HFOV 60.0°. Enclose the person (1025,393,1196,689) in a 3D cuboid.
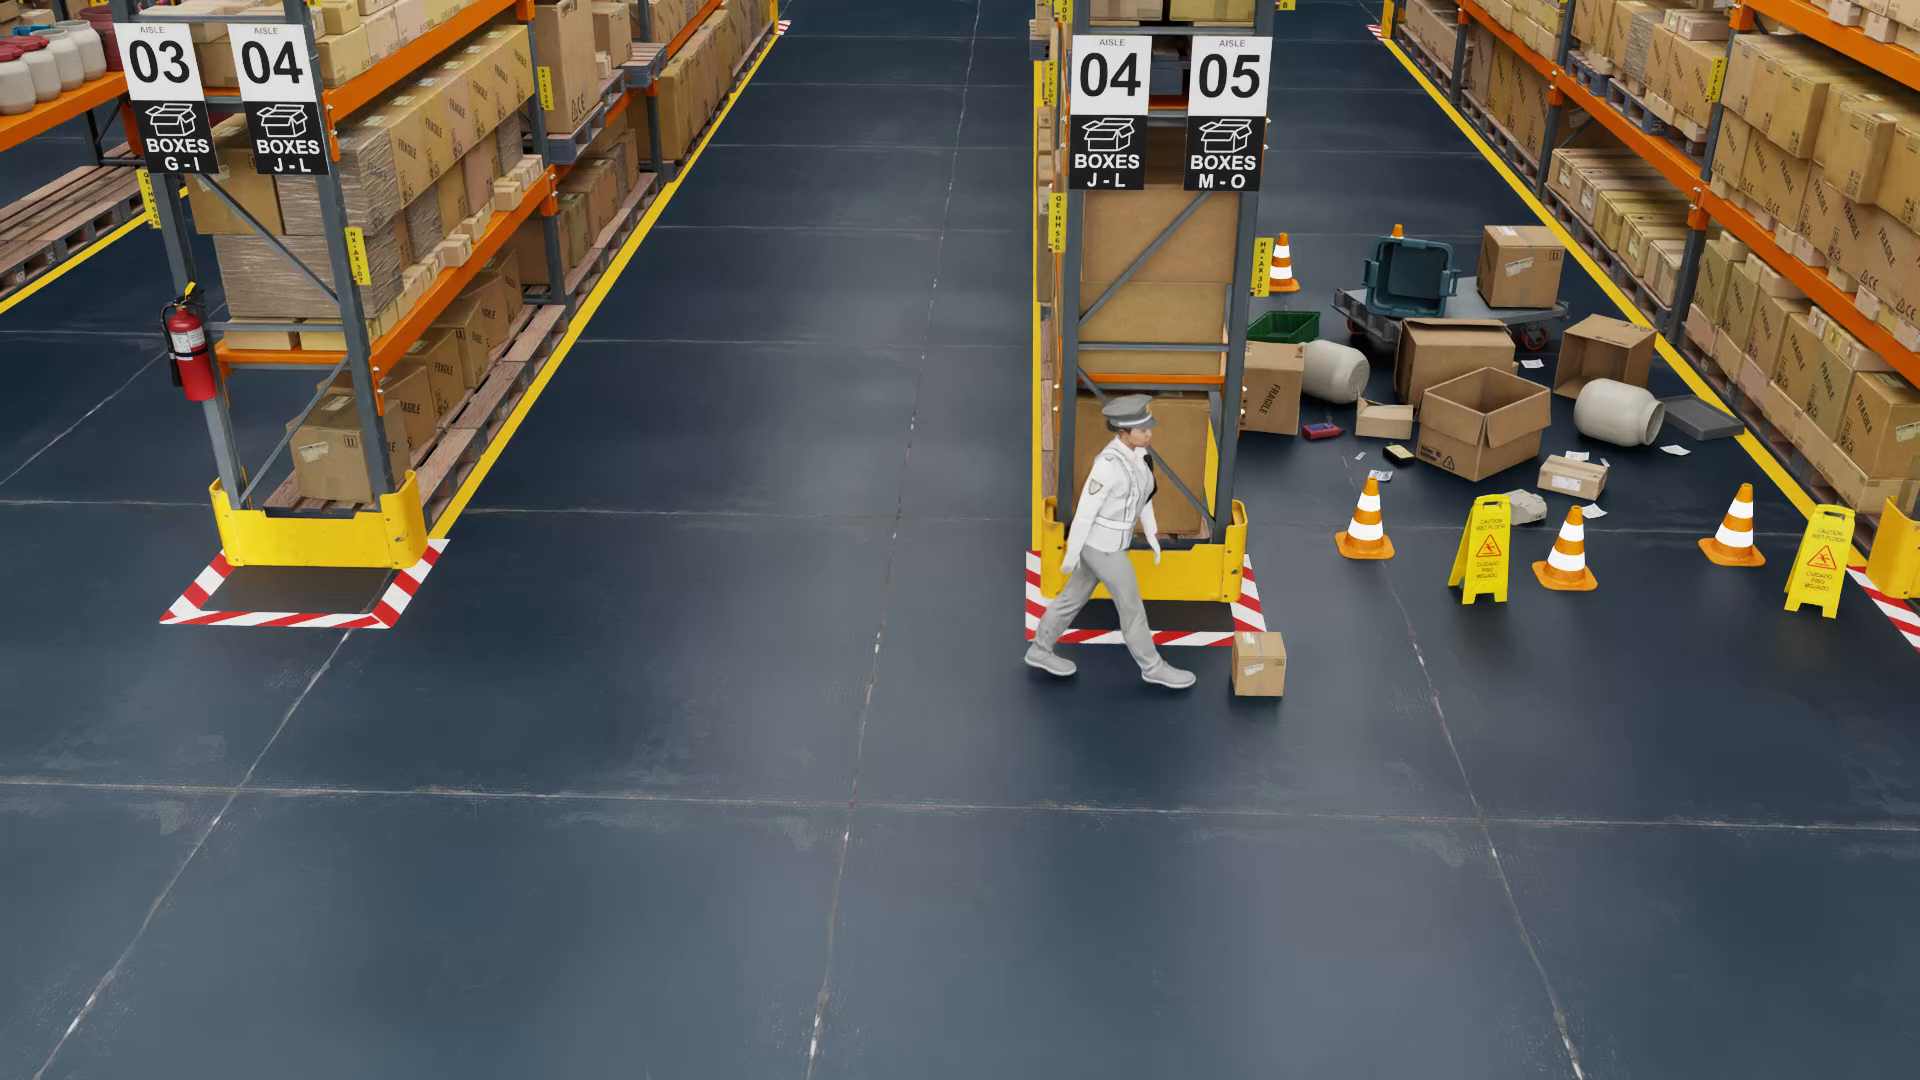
[{"bbox_3d":[0.812,-0.008,8.611,0.925,1.616,0.458,5,29,9],"label":"person"}]
